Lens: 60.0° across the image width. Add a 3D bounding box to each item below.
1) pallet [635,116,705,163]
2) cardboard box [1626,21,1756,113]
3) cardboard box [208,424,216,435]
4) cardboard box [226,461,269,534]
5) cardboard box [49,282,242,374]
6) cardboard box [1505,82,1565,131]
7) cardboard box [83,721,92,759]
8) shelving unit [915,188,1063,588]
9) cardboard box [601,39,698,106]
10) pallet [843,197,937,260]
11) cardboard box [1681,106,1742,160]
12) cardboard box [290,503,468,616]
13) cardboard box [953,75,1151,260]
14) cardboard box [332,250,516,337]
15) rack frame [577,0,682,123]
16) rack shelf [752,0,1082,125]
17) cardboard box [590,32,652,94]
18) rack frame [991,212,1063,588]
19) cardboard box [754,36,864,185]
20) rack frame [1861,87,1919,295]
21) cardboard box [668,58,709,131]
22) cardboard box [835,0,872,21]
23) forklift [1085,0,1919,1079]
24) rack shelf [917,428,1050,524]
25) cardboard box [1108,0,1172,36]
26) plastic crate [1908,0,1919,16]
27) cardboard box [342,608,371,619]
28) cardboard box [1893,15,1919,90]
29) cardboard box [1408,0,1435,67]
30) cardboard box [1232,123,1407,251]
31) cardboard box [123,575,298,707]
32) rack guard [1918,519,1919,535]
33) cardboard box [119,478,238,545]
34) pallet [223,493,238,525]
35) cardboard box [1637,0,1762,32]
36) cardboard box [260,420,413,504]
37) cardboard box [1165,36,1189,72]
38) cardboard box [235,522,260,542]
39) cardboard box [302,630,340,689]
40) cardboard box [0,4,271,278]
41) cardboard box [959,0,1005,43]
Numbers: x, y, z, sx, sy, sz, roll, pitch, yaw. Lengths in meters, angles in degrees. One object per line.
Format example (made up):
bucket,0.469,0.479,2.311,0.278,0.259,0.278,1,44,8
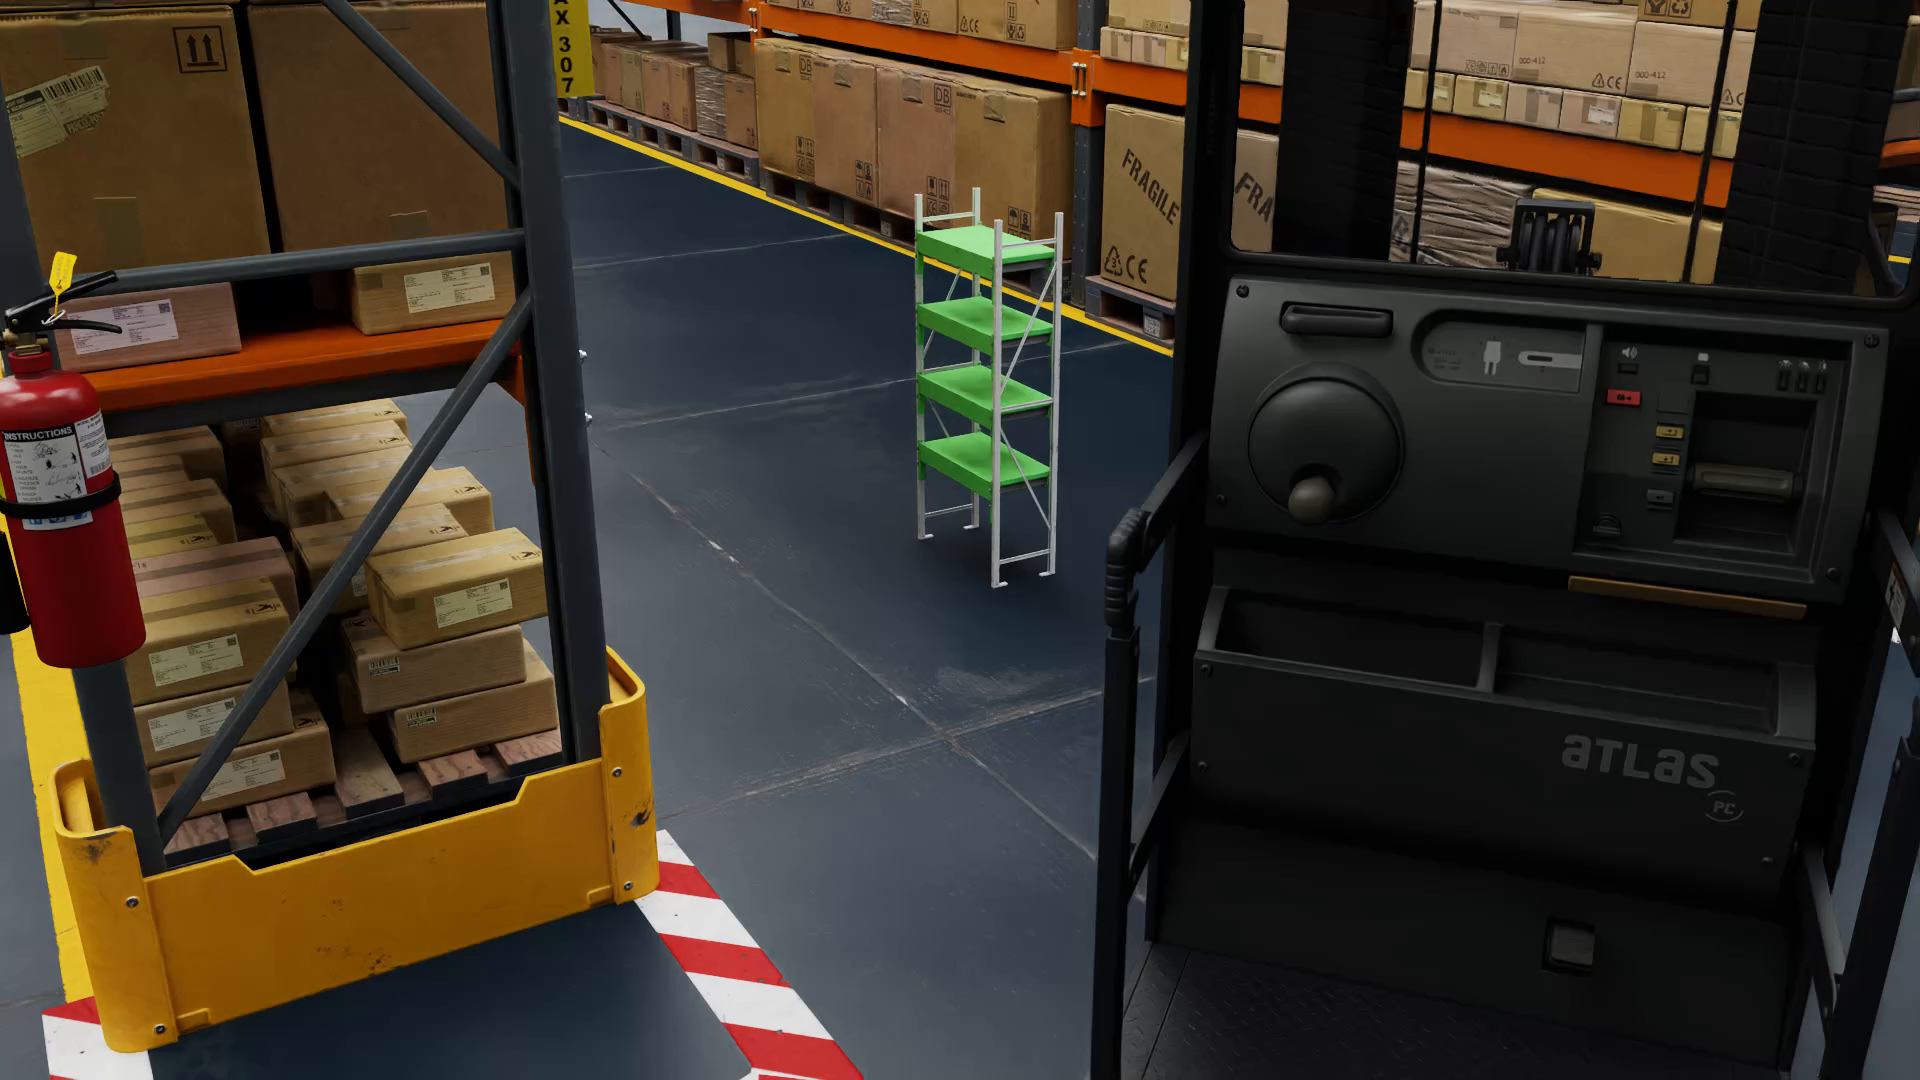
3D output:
pallet,-2.011,-3.371,13.824,1.003,0.211,1.213,-13,25,-28
cardboard box,2.617,-1.599,5.567,0.500,0.250,0.500,-13,26,-29
cardboard box,-2.487,-0.501,5.894,0.380,0.149,0.250,-12,25,-28
cardboard box,-1.991,-0.148,5.024,0.380,0.149,0.250,-11,25,-26
cardboard box,-1.632,-0.439,3.241,0.380,0.149,0.250,-13,25,-28
cardboard box,2.239,-1.607,6.116,0.380,0.149,0.250,-12,25,-27
cardboard box,-1.889,0.428,4.003,0.380,0.149,0.250,-12,25,-27
shelving unit,0.085,-0.502,5.454,0.258,1.200,0.503,-13,25,-28
cardboard box,-2.742,-4.153,14.780,0.700,0.500,0.500,-15,26,-32
pallet,-0.037,-2.059,10.597,1.003,0.211,1.213,-13,25,-28
cardboard box,2.628,-1.361,5.509,0.380,0.149,0.250,-12,25,-27
cardboard box,-1.443,0.046,4.154,0.380,0.149,0.250,-12,25,-27
cardboard box,0.706,-2.134,9.341,1.225,0.875,0.875,-13,25,-28
cardboard box,-1.106,-0.555,3.528,0.380,0.149,0.250,-13,25,-29
rack frame,-3.037,-5.310,14.891,1.000,3.000,0.127,-13,25,-28
rack shelf,0.028,-3.034,10.248,1.077,0.370,4.000,-13,25,-28
cardboard box,-3.207,-4.483,15.620,0.500,0.500,0.500,-13,26,-30
rack frame,0.209,-0.423,5.259,0.240,1.200,0.015,-13,25,-28
cardboard box,-0.659,-2.998,11.467,1.225,0.875,0.875,-14,26,-31
rack frame,3.093,-1.425,5.334,1.000,3.000,0.127,-13,25,-28
cardboard box,-1.943,-3.633,13.501,0.700,0.500,0.500,-10,24,-24
cardboard box,-0.449,-3.520,10.355,0.500,0.500,0.500,-13,26,-29
forklift,0.780,-0.151,2.290,1.130,2.935,3.031,8,23,18
rack shelf,0.085,-0.221,5.568,0.258,0.148,0.480,-13,25,-28
cardboard box,1.064,-2.586,7.994,0.500,0.250,0.500,-13,26,-29
plastic crate,5.548,-3.393,10.011,0.402,0.464,0.583,-13,25,-28
cardboard box,-1.361,0.166,4.253,0.380,0.149,0.250,-13,25,-28
cardboard box,3.080,-1.701,5.816,0.500,0.250,0.500,-13,26,-30
cardboard box,1.829,-2.096,6.789,0.500,0.250,0.500,-13,25,-28
cardboard box,1.778,-1.410,7.561,0.875,0.875,0.875,-13,25,-28
cardboard box,-1.711,0.224,3.715,0.380,0.149,0.250,-12,25,-28
rack guard,3.105,-0.259,5.786,1.175,0.500,0.348,-13,25,-28
cardboard box,-2.109,-0.024,4.325,0.380,0.149,0.250,-14,26,-30
pallet,-2.265,0.099,5.287,1.003,0.211,1.213,-13,25,-28
cardboard box,2.618,-1.948,5.429,0.500,0.500,0.500,-12,25,-28
cardboard box,-1.793,-0.217,4.799,0.380,0.149,0.250,-12,25,-26
cardboard box,1.184,-2.274,7.755,0.380,0.149,0.250,-12,25,-27
cardboard box,-2.053,0.094,4.430,0.380,0.149,0.250,-13,25,-29
cardboard box,-1.552,0.243,4.458,0.380,0.149,0.250,-12,25,-28
cardboard box,-1.674,-0.784,3.229,0.500,0.500,0.500,-12,25,-27
cardboard box,0.329,-3.027,9.142,0.500,0.500,0.500,-12,25,-27
